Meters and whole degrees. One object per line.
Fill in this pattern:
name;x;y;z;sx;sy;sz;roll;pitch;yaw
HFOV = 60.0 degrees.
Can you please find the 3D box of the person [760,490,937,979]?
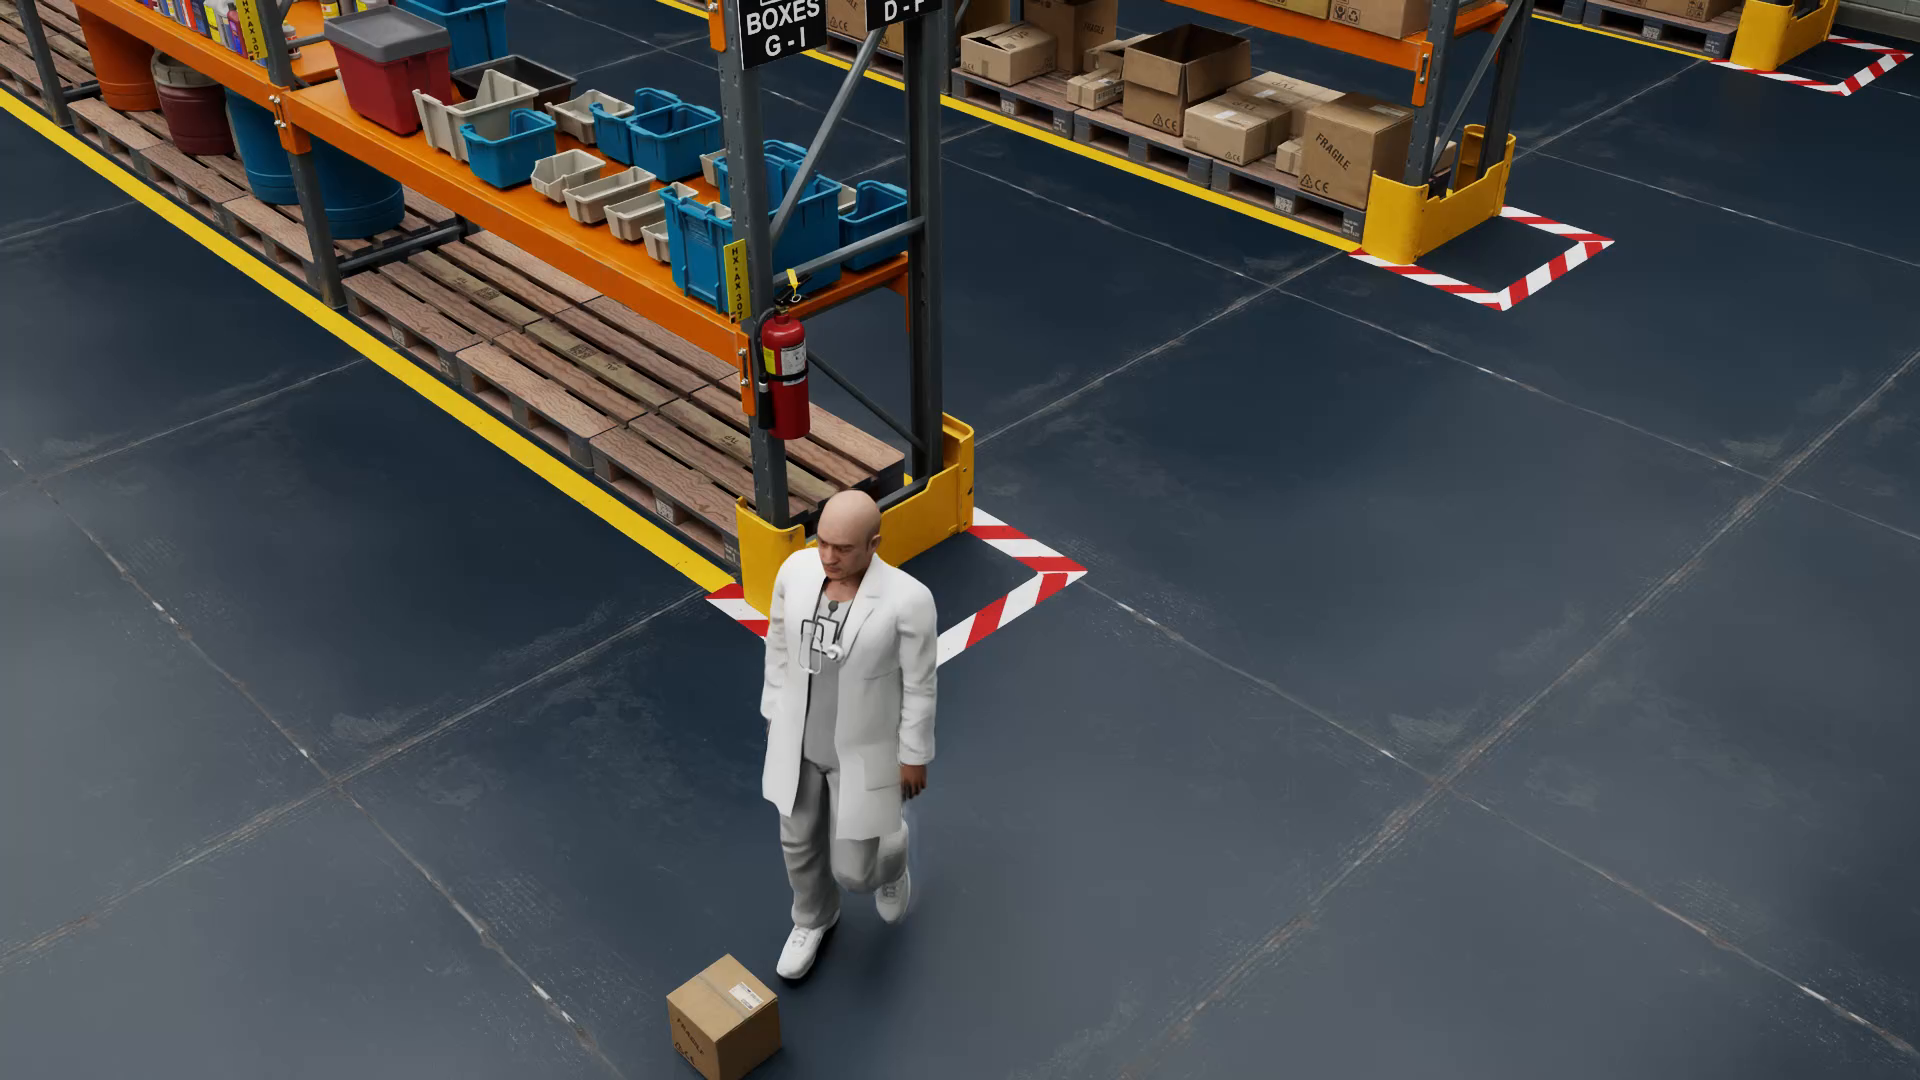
person;-0.372;0.635;5.226;0.606;1.771;0.578;15;38;21
